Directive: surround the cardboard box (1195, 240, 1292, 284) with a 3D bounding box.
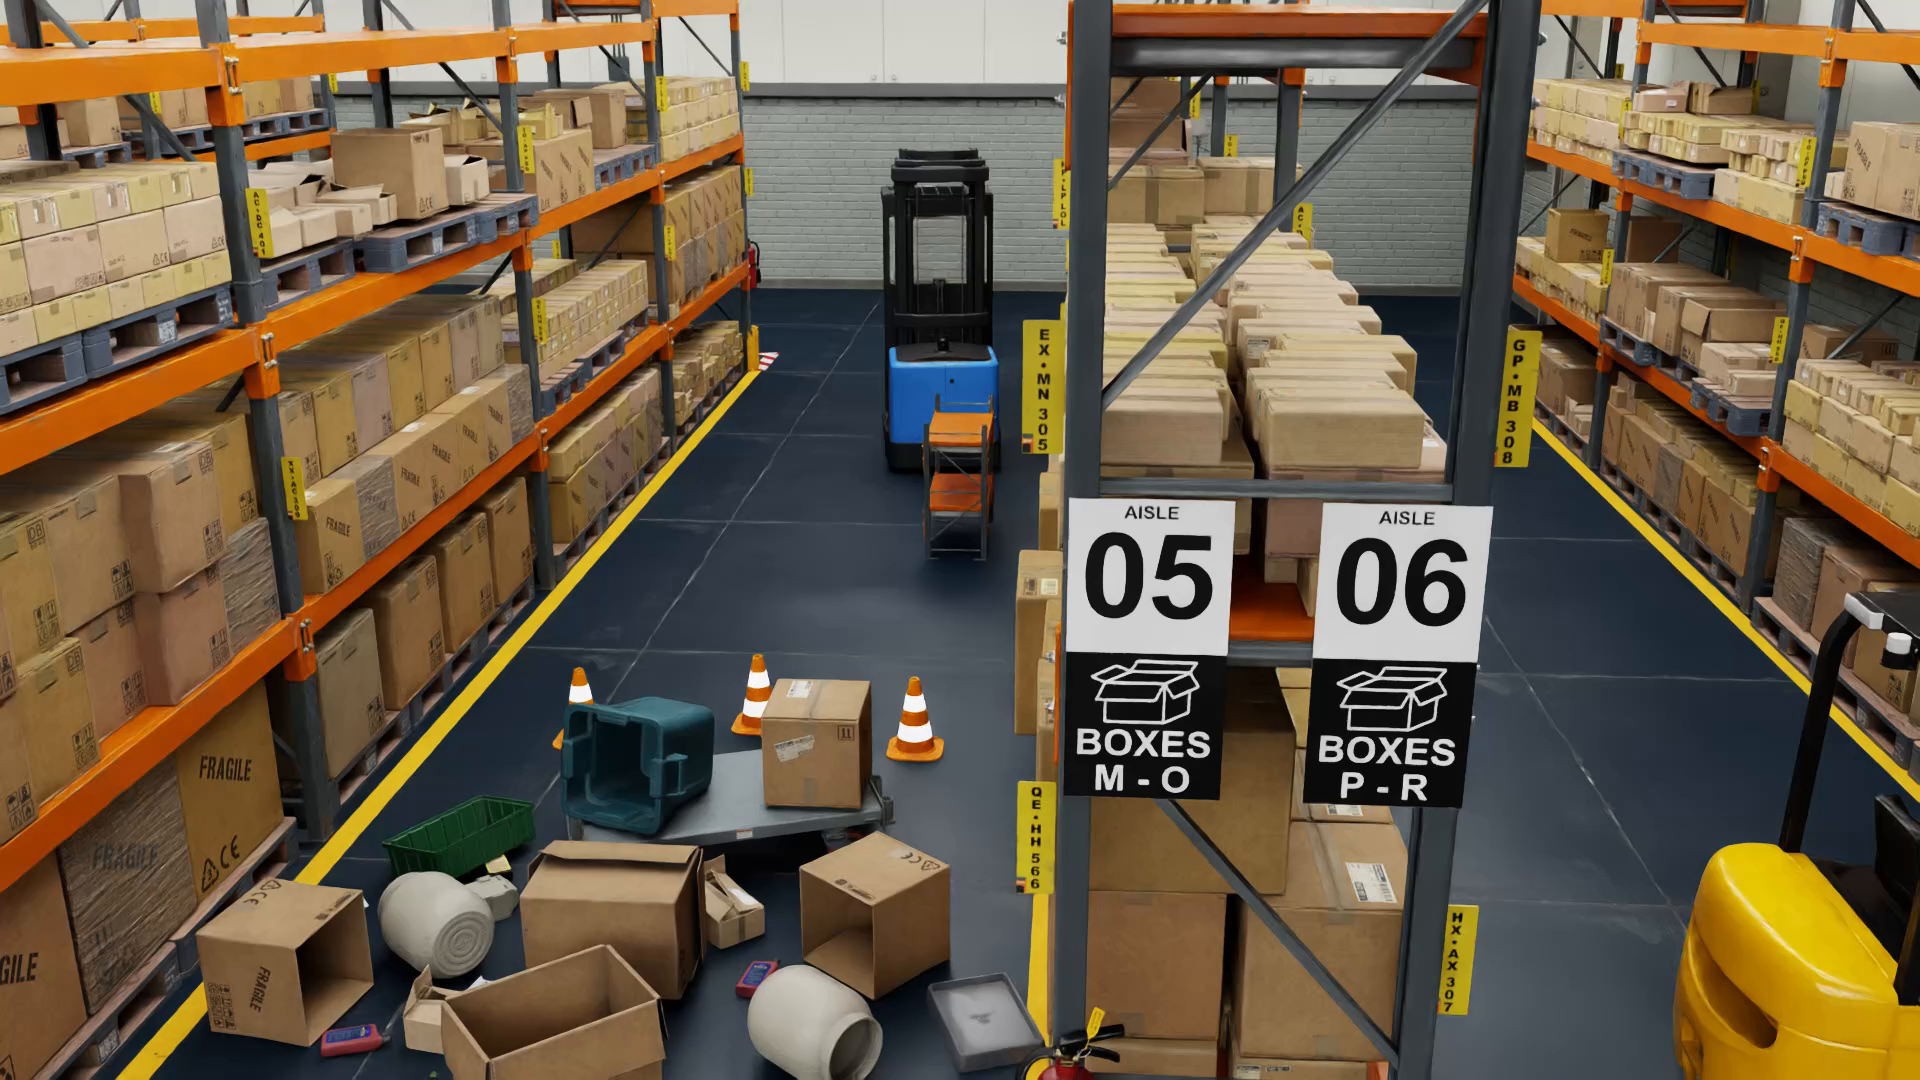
[{"bbox_3d":[1.183,-1.162,6.959,0.380,0.149,0.250,2,18,5],"label":"cardboard box"}]

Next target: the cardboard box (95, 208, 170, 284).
[{"bbox_3d":[-3.722,-1.248,7.025,0.500,0.250,0.500,1,18,4],"label":"cardboard box"}]

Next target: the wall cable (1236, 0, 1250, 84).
[{"bbox_3d":[5.551,-8.019,23.884,2.988,3.039,0.133,1,18,4],"label":"wall cable"}]

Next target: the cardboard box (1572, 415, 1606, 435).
[{"bbox_3d":[6.310,-1.141,16.493,0.380,0.149,0.250,1,18,2],"label":"cardboard box"}]

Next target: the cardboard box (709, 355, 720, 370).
[{"bbox_3d":[-2.896,-1.962,18.520,0.380,0.149,0.250,2,18,7],"label":"cardboard box"}]

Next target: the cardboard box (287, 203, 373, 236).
[{"bbox_3d":[-3.546,-1.804,9.361,0.380,0.149,0.250,1,18,4],"label":"cardboard box"}]

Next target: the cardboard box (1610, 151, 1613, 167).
[{"bbox_3d":[6.294,-3.541,15.499,0.380,0.149,0.250,1,18,4],"label":"cardboard box"}]

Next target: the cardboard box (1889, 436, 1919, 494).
[{"bbox_3d":[5.897,-0.432,9.861,0.500,0.250,0.500,2,18,5],"label":"cardboard box"}]

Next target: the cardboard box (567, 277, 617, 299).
[{"bbox_3d":[-3.245,-2.218,14.649,0.380,0.149,0.250,1,18,2],"label":"cardboard box"}]

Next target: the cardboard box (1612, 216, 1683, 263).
[{"bbox_3d":[6.935,-3.000,16.820,0.500,0.500,0.500,1,18,2],"label":"cardboard box"}]

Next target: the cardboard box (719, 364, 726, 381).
[{"bbox_3d":[-2.858,-1.905,18.823,0.380,0.149,0.250,0,18,1],"label":"cardboard box"}]

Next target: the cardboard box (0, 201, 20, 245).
[{"bbox_3d":[-3.723,-1.161,6.119,0.380,0.149,0.250,2,18,5],"label":"cardboard box"}]

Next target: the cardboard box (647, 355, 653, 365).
[{"bbox_3d":[-3.547,-1.956,18.025,0.380,0.149,0.250,1,18,2],"label":"cardboard box"}]

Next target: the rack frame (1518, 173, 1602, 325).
[{"bbox_3d":[6.850,-3.359,19.358,1.000,3.000,0.127,1,18,4],"label":"rack frame"}]

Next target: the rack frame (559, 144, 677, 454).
[{"bbox_3d":[-3.333,-2.306,16.142,1.000,3.000,0.127,1,18,4],"label":"rack frame"}]

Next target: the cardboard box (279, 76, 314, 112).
[{"bbox_3d":[-7.970,-5.247,19.307,0.700,0.500,0.500,0,18,1],"label":"cardboard box"}]

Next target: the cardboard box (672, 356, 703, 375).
[{"bbox_3d":[-2.958,-1.858,17.725,0.380,0.149,0.250,2,18,5],"label":"cardboard box"}]

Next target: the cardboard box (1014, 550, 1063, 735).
[{"bbox_3d":[0.548,0.355,5.778,0.700,0.500,0.500,1,18,3],"label":"cardboard box"}]

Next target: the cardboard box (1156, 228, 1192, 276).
[{"bbox_3d":[0.936,-1.480,8.373,0.500,0.250,0.500,1,18,3],"label":"cardboard box"}]

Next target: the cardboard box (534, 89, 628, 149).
[{"bbox_3d":[-3.470,-3.863,15.243,0.700,0.500,0.500,1,18,4],"label":"cardboard box"}]

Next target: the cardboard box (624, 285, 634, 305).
[{"bbox_3d":[-3.203,-2.240,15.195,0.380,0.149,0.250,2,18,6],"label":"cardboard box"}]

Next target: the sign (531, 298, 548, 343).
[{"bbox_3d":[-3.066,-1.602,12.136,0.100,0.325,0.005,1,18,4],"label":"sign"}]

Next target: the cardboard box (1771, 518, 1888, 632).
[{"bbox_3d":[6.218,0.248,11.489,0.875,0.625,0.625,2,18,6],"label":"cardboard box"}]

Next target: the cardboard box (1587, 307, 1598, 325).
[{"bbox_3d":[6.331,-2.184,16.173,0.380,0.149,0.250,2,18,5],"label":"cardboard box"}]

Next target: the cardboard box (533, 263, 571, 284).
[{"bbox_3d":[-3.834,-2.470,15.417,0.380,0.149,0.250,2,18,5],"label":"cardboard box"}]

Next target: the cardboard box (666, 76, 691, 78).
[{"bbox_3d":[-3.296,-5.234,19.059,0.380,0.149,0.250,1,18,3],"label":"cardboard box"}]

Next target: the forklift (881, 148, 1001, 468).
[{"bbox_3d":[-0.234,-2.488,16.809,1.130,2.935,3.031,-1,18,-4],"label":"forklift"}]

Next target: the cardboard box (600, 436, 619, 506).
[{"bbox_3d":[-3.250,-0.605,14.292,0.500,0.500,0.500,1,18,3],"label":"cardboard box"}]

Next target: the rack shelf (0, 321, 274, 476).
[{"bbox_3d":[-4.050,-0.284,6.309,1.077,0.370,4.000,1,18,4],"label":"rack shelf"}]

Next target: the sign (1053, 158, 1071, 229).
[{"bbox_3d":[0.484,-1.612,7.744,0.100,0.325,0.005,1,18,4],"label":"sign"}]

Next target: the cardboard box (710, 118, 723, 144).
[{"bbox_3d":[-2.893,-4.443,18.088,0.500,0.250,0.500,2,18,6],"label":"cardboard box"}]

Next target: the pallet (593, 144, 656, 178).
[{"bbox_3d":[-3.483,-3.453,15.127,1.213,0.211,1.003,1,18,4],"label":"pallet"}]

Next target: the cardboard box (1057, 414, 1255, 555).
[{"bbox_3d":[0.519,-0.160,4.540,0.500,0.250,0.500,1,18,3],"label":"cardboard box"}]

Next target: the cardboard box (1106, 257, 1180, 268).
[{"bbox_3d":[0.660,-1.014,6.506,0.380,0.149,0.250,1,18,2],"label":"cardboard box"}]

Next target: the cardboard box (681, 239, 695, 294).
[{"bbox_3d":[-3.018,-2.797,17.002,0.500,0.500,0.500,1,18,4],"label":"cardboard box"}]

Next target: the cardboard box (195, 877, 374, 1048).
[{"bbox_3d":[-2.994,1.871,7.407,0.500,0.500,0.500,4,19,13],"label":"cardboard box"}]

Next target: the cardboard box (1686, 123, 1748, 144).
[{"bbox_3d":[6.052,-3.249,13.294,0.380,0.149,0.250,1,18,4],"label":"cardboard box"}]

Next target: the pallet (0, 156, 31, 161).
[{"bbox_3d":[-8.489,-3.090,14.021,1.003,0.211,1.213,2,18,6],"label":"pallet"}]

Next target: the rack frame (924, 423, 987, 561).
[{"bbox_3d":[-0.036,-0.379,13.272,0.500,1.125,0.032,1,18,4],"label":"rack frame"}]

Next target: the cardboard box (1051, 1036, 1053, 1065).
[{"bbox_3d":[0.549,1.996,5.550,0.500,0.500,0.500,1,18,4],"label":"cardboard box"}]

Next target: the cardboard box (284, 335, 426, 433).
[{"bbox_3d":[-3.768,-0.972,10.305,0.700,0.500,0.500,1,18,3],"label":"cardboard box"}]

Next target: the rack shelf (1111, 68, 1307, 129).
[{"bbox_3d":[1.182,-2.682,9.454,1.077,0.370,4.000,1,18,4],"label":"rack shelf"}]

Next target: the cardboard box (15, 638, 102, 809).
[{"bbox_3d":[-4.032,0.726,6.650,0.875,0.550,0.500,1,18,4],"label":"cardboard box"}]

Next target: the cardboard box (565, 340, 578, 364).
[{"bbox_3d":[-3.330,-1.529,13.501,0.380,0.149,0.250,2,18,6],"label":"cardboard box"}]

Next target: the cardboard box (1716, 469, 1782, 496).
[{"bbox_3d":[6.048,-0.439,12.744,0.380,0.149,0.250,0,18,1],"label":"cardboard box"}]

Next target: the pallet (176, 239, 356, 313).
[{"bbox_3d":[-3.890,-1.441,8.995,0.805,0.209,1.217,1,18,2],"label":"pallet"}]

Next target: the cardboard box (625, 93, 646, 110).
[{"bbox_3d":[-3.070,-4.172,15.818,0.380,0.149,0.250,1,18,3],"label":"cardboard box"}]

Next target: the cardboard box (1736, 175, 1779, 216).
[{"bbox_3d":[6.106,-2.550,12.311,0.500,0.250,0.500,1,18,4],"label":"cardboard box"}]

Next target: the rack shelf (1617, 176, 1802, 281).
[{"bbox_3d":[6.420,-2.579,13.316,1.077,0.370,4.000,1,18,4],"label":"rack shelf"}]

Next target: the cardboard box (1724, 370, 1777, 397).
[{"bbox_3d":[5.941,-1.167,12.398,0.380,0.149,0.250,2,18,5],"label":"cardboard box"}]

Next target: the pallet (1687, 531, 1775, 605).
[{"bbox_3d":[6.367,0.219,12.914,1.003,0.211,1.213,1,18,4],"label":"pallet"}]

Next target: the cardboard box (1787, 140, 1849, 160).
[{"bbox_3d":[6.130,-2.752,11.811,0.380,0.149,0.250,1,18,2],"label":"cardboard box"}]

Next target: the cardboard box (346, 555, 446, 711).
[{"bbox_3d":[-3.879,0.554,10.353,1.050,0.750,0.750,1,18,4],"label":"cardboard box"}]

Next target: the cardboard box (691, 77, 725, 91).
[{"bbox_3d":[-2.871,-5.145,18.787,0.380,0.149,0.250,2,18,5],"label":"cardboard box"}]

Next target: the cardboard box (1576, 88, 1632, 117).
[{"bbox_3d":[6.431,-4.327,16.455,0.500,0.250,0.500,2,18,5],"label":"cardboard box"}]

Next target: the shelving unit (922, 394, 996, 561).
[{"bbox_3d":[0.000,-0.537,13.754,0.538,1.125,1.048,1,18,4],"label":"shelving unit"}]

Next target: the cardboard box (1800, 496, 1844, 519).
[{"bbox_3d":[6.586,-0.011,12.479,0.500,0.500,0.500,2,18,6],"label":"cardboard box"}]

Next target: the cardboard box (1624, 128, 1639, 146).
[{"bbox_3d":[6.145,-3.586,14.801,0.380,0.149,0.250,2,18,5],"label":"cardboard box"}]
